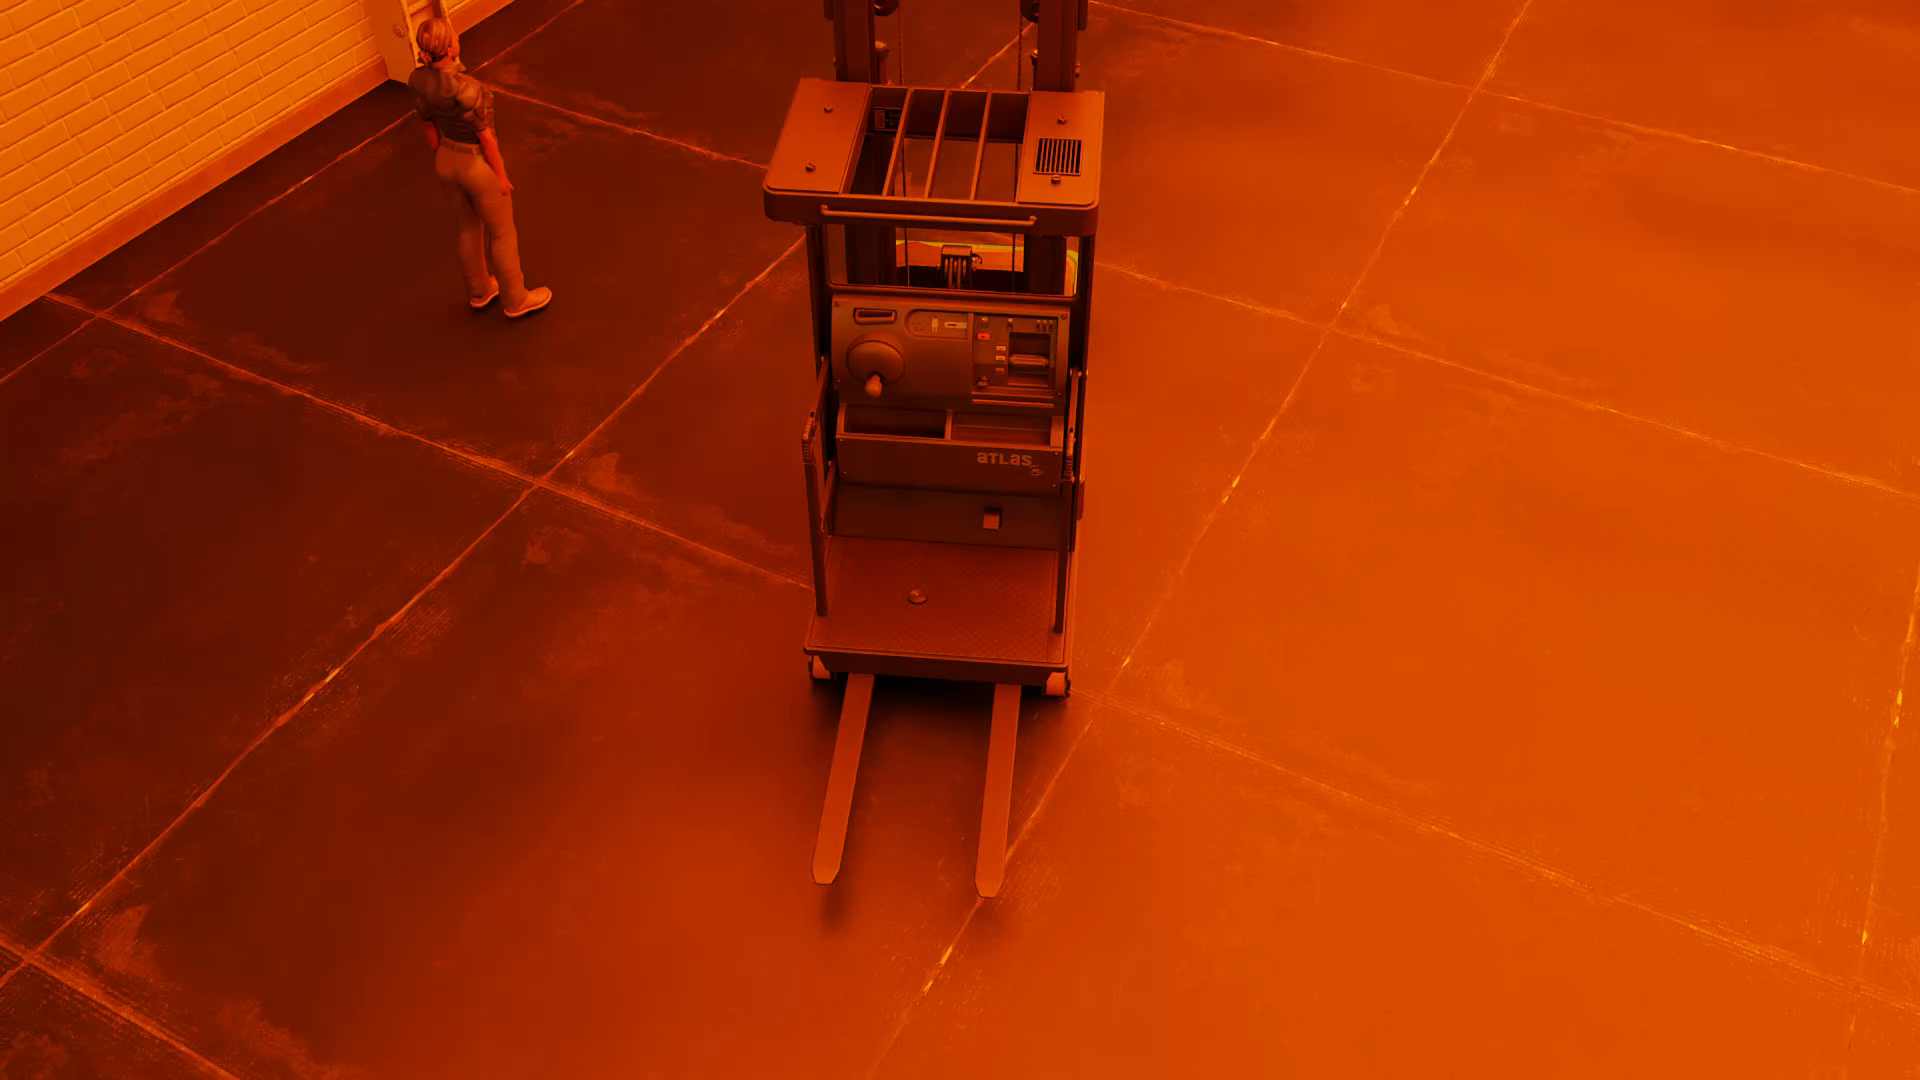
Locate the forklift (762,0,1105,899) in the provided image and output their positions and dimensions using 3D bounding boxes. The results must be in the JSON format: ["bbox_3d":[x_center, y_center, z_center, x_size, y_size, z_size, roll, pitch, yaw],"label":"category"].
[{"bbox_3d":[-0.059,-0.651,6.345,1.130,2.935,3.031,4,43,4],"label":"forklift"}]

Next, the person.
[{"bbox_3d":[-2.496,-1.910,8.556,0.446,1.659,0.337,19,47,19],"label":"person"}]
